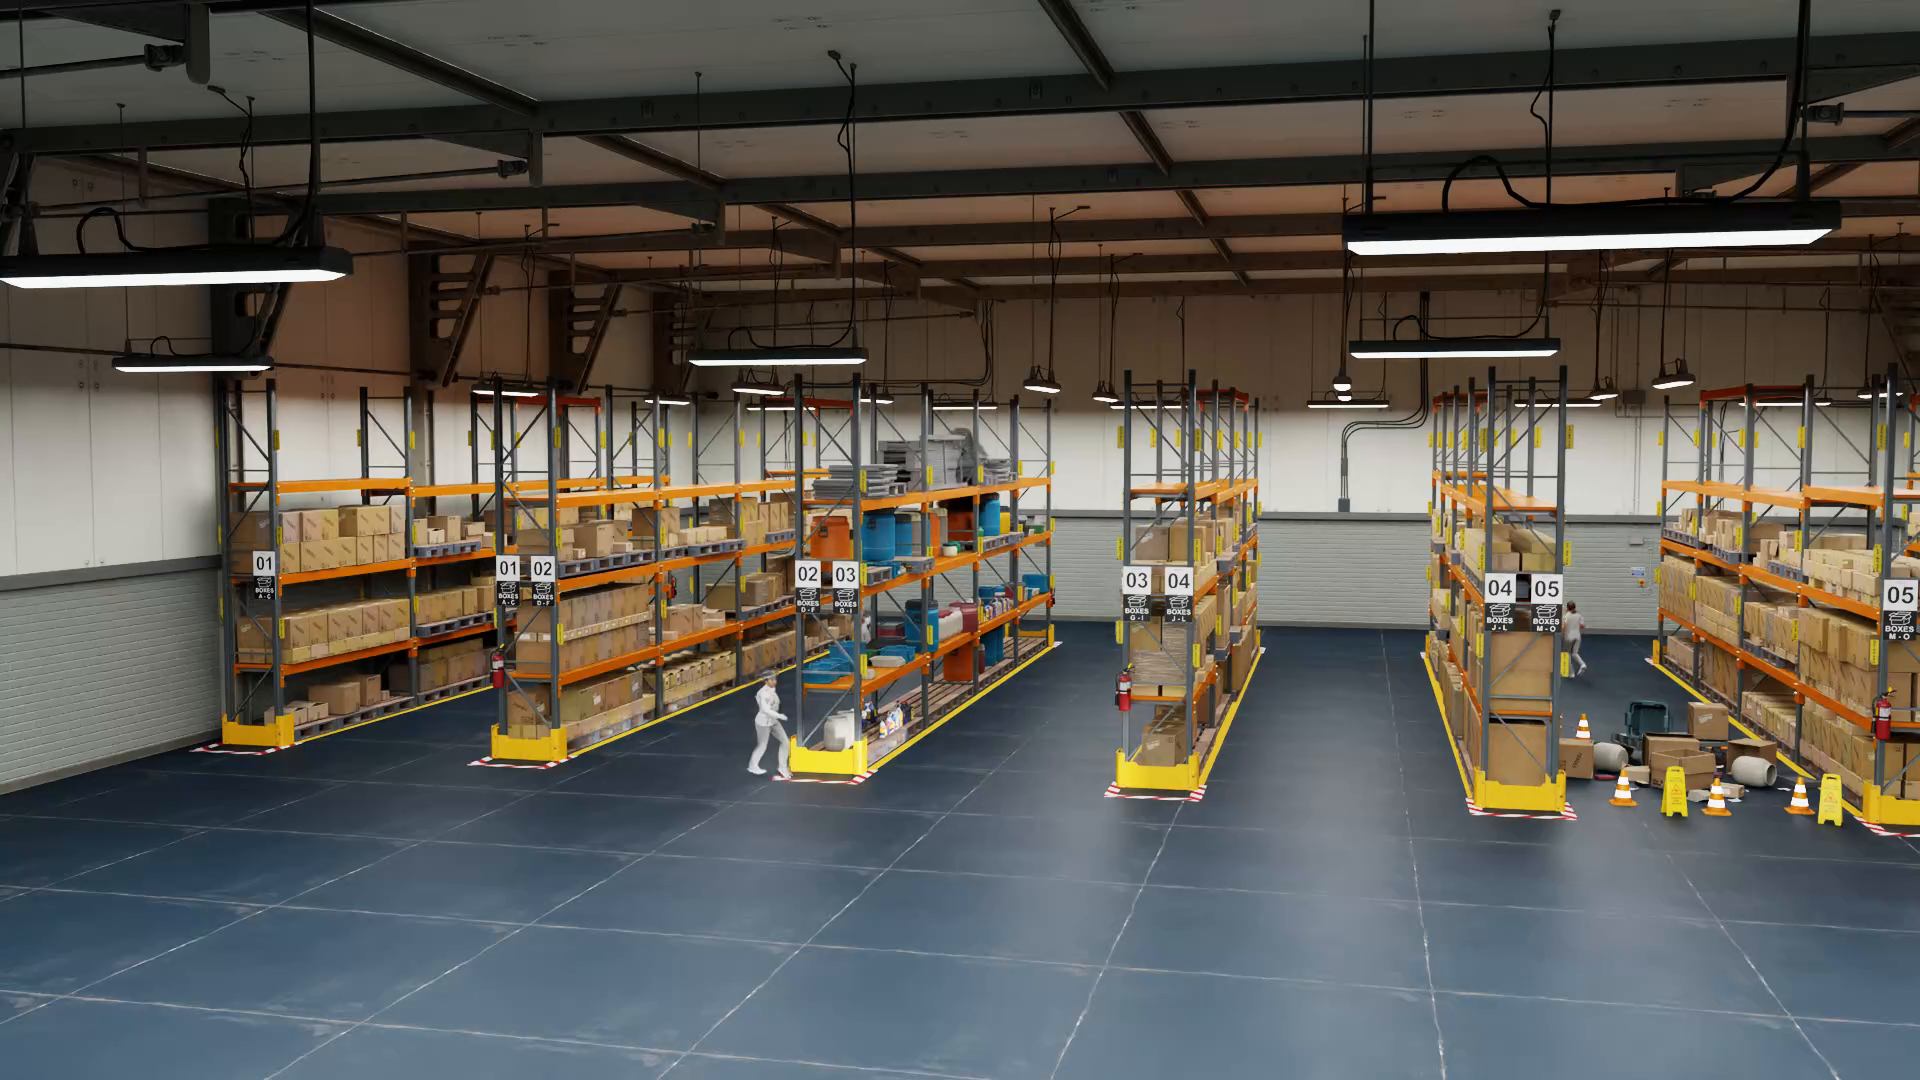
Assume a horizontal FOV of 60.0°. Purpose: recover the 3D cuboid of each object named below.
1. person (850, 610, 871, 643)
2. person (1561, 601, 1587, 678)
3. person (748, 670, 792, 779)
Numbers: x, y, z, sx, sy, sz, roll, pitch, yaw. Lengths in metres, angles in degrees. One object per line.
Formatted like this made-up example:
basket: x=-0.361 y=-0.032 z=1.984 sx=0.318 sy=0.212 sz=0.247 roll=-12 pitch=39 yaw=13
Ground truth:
person: x=-1.968 y=2.169 z=34.705 sx=0.643 sy=1.511 sz=0.919 roll=0 pitch=3 yaw=-7
person: x=12.932 y=2.106 z=35.011 sx=0.559 sy=1.618 sz=0.722 roll=0 pitch=3 yaw=-8
person: x=-2.867 y=2.734 z=24.435 sx=0.715 sy=1.712 sz=0.654 roll=1 pitch=4 yaw=23
